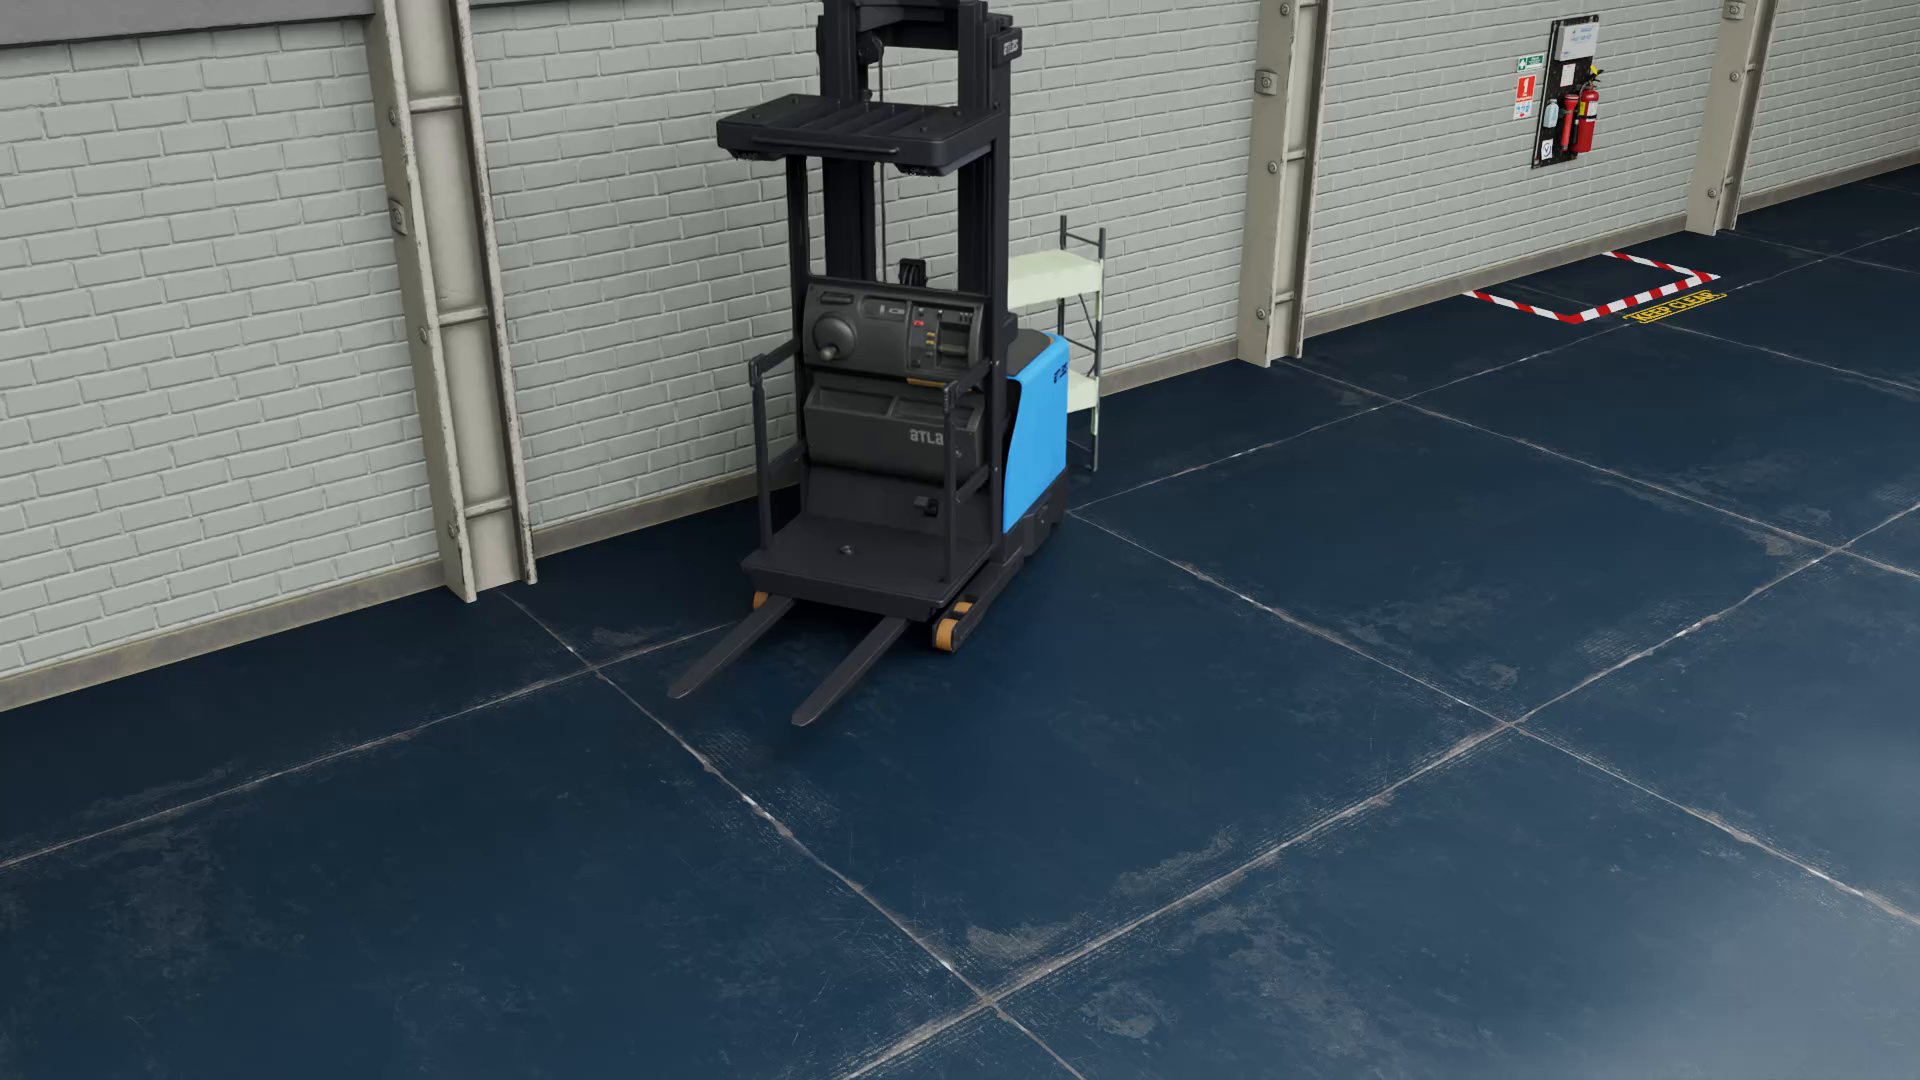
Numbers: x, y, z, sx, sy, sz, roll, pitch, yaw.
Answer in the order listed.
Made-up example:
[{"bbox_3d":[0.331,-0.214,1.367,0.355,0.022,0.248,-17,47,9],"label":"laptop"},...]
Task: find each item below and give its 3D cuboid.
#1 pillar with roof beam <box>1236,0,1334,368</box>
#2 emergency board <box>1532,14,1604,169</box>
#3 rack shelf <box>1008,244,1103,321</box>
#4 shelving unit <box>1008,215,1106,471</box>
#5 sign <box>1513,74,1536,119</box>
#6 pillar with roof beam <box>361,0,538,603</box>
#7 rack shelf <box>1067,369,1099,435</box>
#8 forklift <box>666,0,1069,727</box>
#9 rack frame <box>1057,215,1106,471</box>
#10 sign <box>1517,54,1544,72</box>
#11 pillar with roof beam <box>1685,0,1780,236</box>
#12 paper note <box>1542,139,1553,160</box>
[{"bbox_3d":[4.903,-3.992,7.162,0.400,9.000,9.100,-18,31,-34],"label":"pillar with roof beam"},{"bbox_3d":[5.000,-3.626,13.500,0.643,1.169,0.194,-18,31,-34],"label":"emergency board"},{"bbox_3d":[0.414,-1.439,9.643,0.720,0.370,0.431,-16,29,-31],"label":"rack shelf"},{"bbox_3d":[0.414,-1.085,9.807,0.755,1.500,0.431,-16,29,-31],"label":"shelving unit"},{"bbox_3d":[4.501,-3.533,13.257,0.234,0.329,0.001,-18,31,-34],"label":"sign"},{"bbox_3d":[0.181,-2.433,3.804,0.400,9.000,9.100,-18,31,-34],"label":"pillar with roof beam"},{"bbox_3d":[0.414,-0.790,9.944,0.720,0.370,0.431,-16,29,-31],"label":"rack shelf"},{"bbox_3d":[-0.408,-0.984,7.889,1.130,2.935,3.031,10,27,20],"label":"forklift"},{"bbox_3d":[0.716,-1.173,9.995,0.023,1.500,0.400,-16,29,-31],"label":"rack frame"},{"bbox_3d":[4.510,-3.772,13.142,0.331,0.109,0.001,-18,31,-34],"label":"sign"},{"bbox_3d":[9.624,-5.551,10.520,0.400,9.000,9.100,-18,31,-34],"label":"pillar with roof beam"},{"bbox_3d":[4.818,-3.204,13.636,0.142,0.148,0.016,-18,31,-34],"label":"paper note"}]
